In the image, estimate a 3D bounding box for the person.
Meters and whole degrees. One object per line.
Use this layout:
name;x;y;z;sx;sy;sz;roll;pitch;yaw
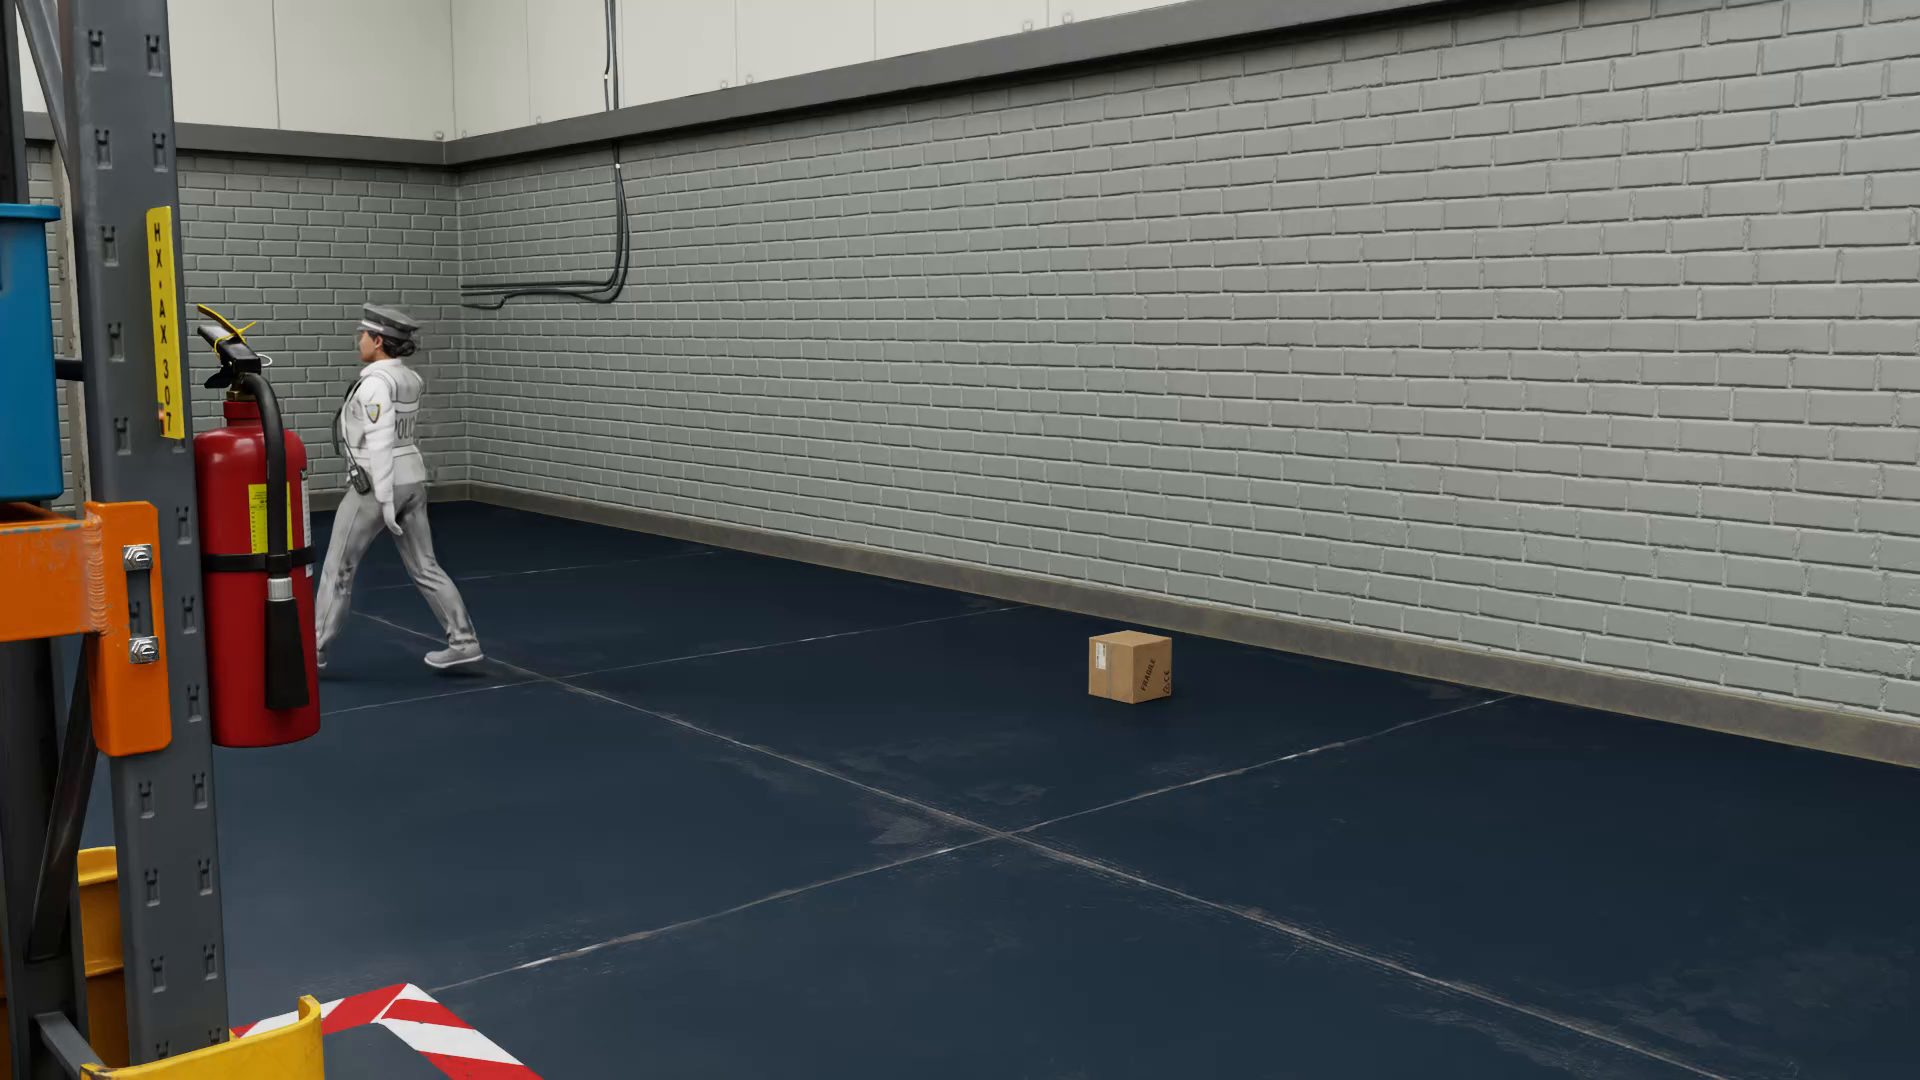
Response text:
person;-2.623;-0.238;7.414;0.968;1.630;0.498;1;8;11
